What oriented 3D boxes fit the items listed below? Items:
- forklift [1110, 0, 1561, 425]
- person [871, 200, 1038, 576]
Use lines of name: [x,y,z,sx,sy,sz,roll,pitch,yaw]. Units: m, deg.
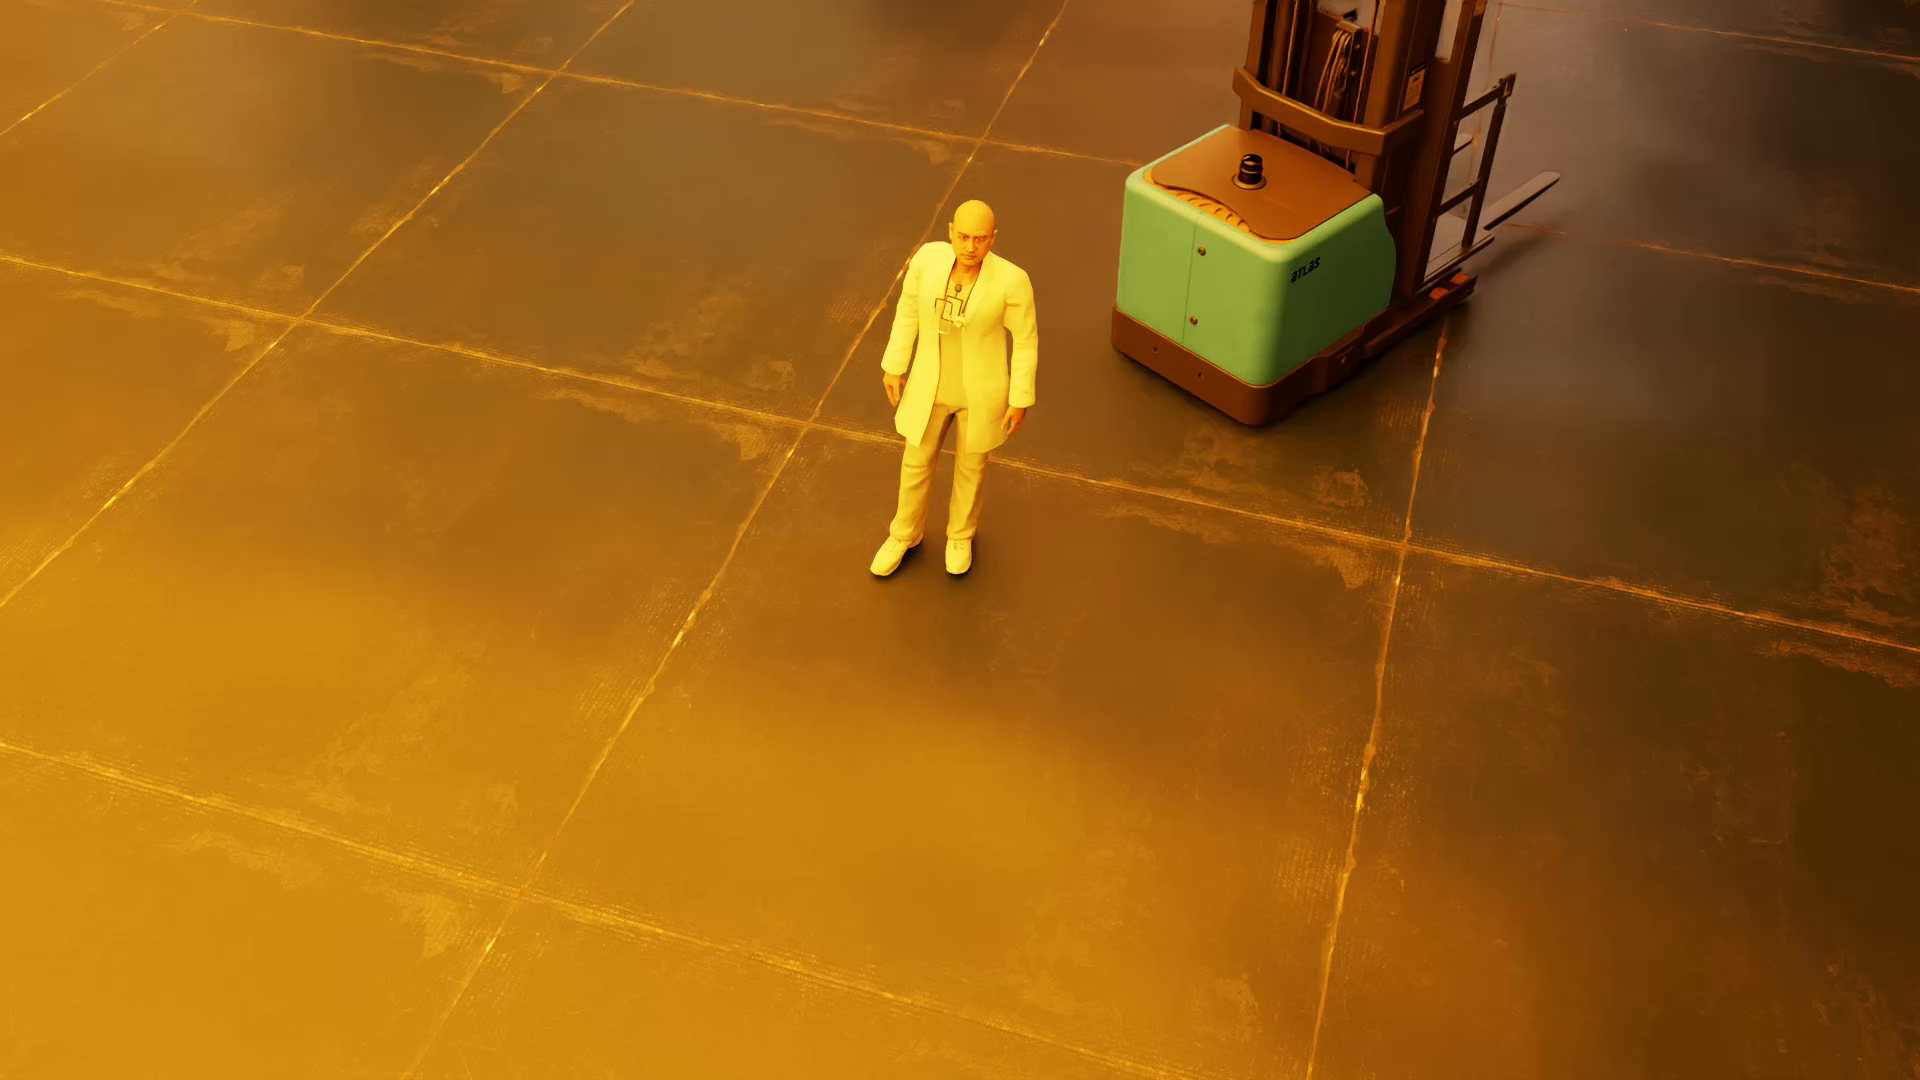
forklift: [2.223,-2.531,8.410,3.031,2.935,1.130,-33,52,-30]
person: [-0.031,-0.598,7.167,0.696,1.778,0.578,12,44,13]
